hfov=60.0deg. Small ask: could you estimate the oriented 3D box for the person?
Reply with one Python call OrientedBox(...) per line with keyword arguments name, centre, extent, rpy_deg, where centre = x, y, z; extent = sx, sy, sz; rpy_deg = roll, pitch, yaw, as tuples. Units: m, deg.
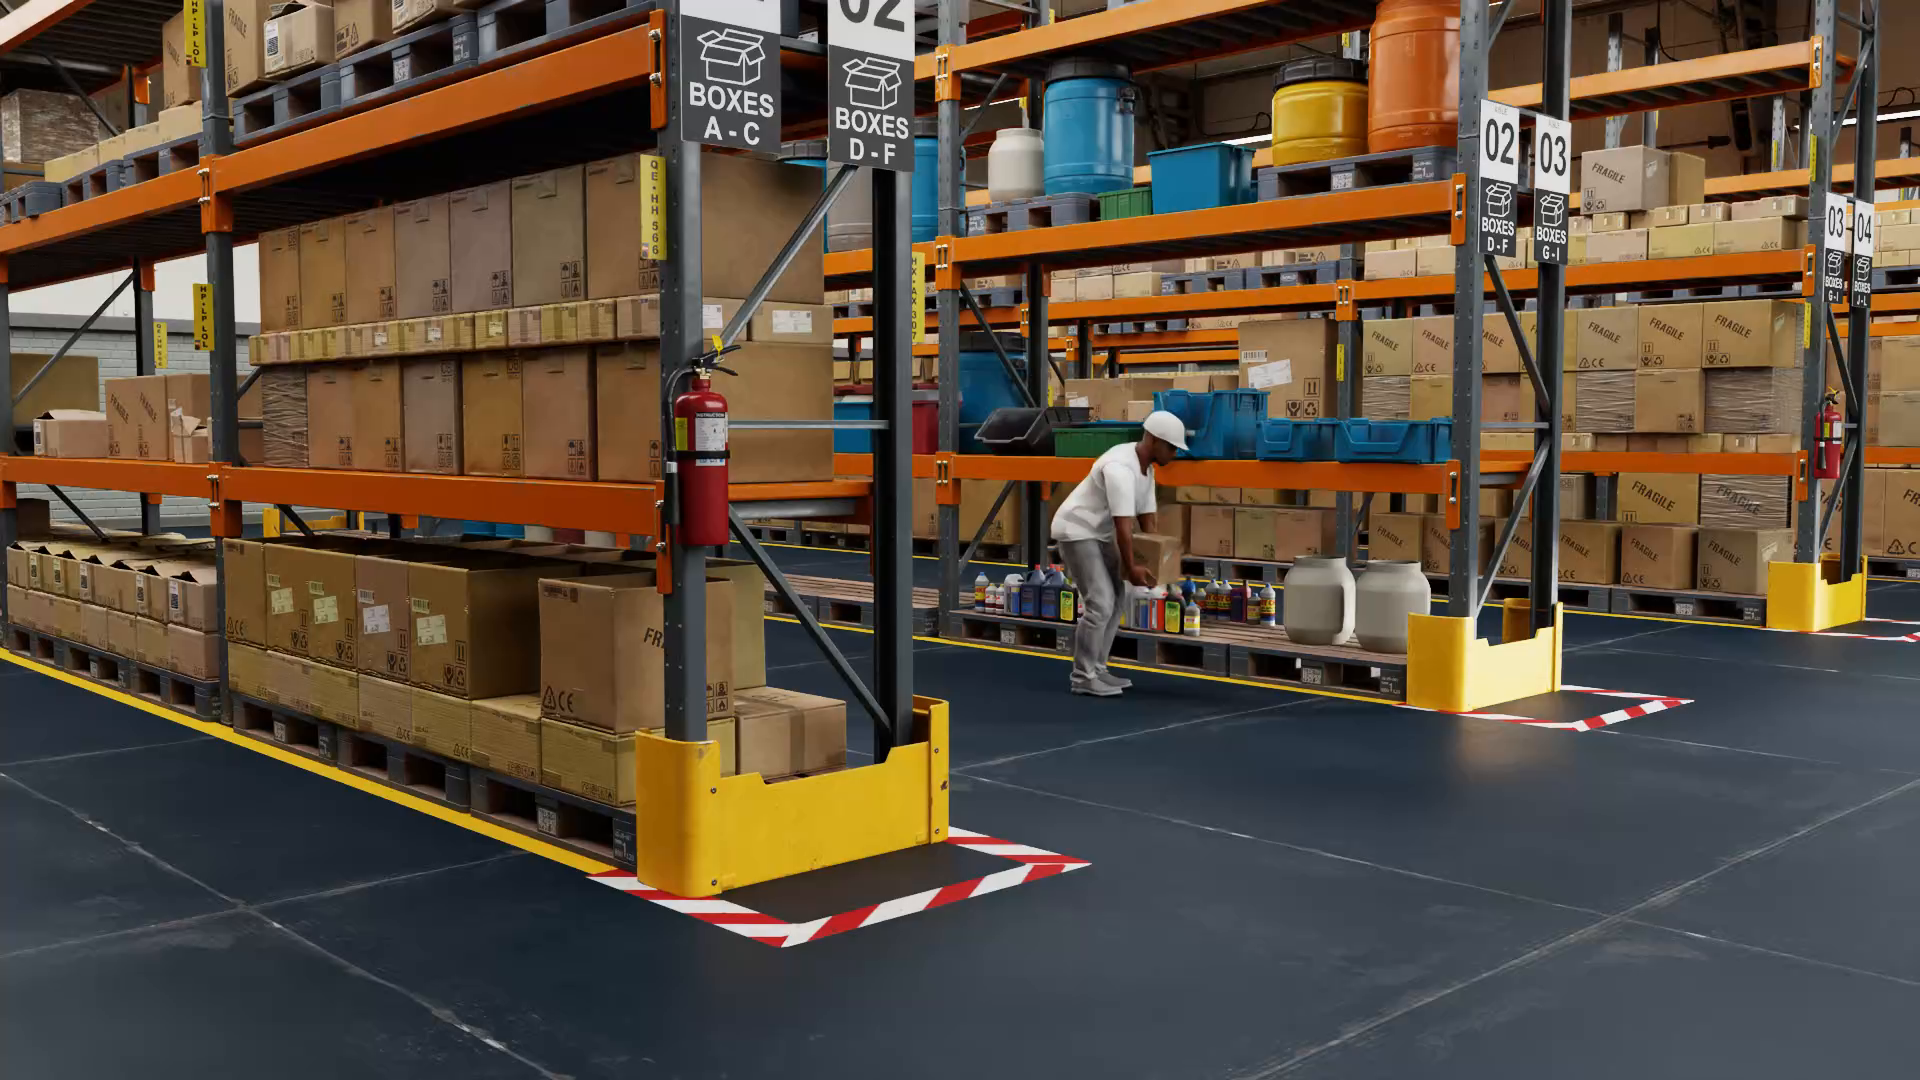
OrientedBox(name="person", centre=(0.906, 0.071, 9.358), extent=(0.763, 1.588, 0.489), rpy_deg=(2, 4, 26))
